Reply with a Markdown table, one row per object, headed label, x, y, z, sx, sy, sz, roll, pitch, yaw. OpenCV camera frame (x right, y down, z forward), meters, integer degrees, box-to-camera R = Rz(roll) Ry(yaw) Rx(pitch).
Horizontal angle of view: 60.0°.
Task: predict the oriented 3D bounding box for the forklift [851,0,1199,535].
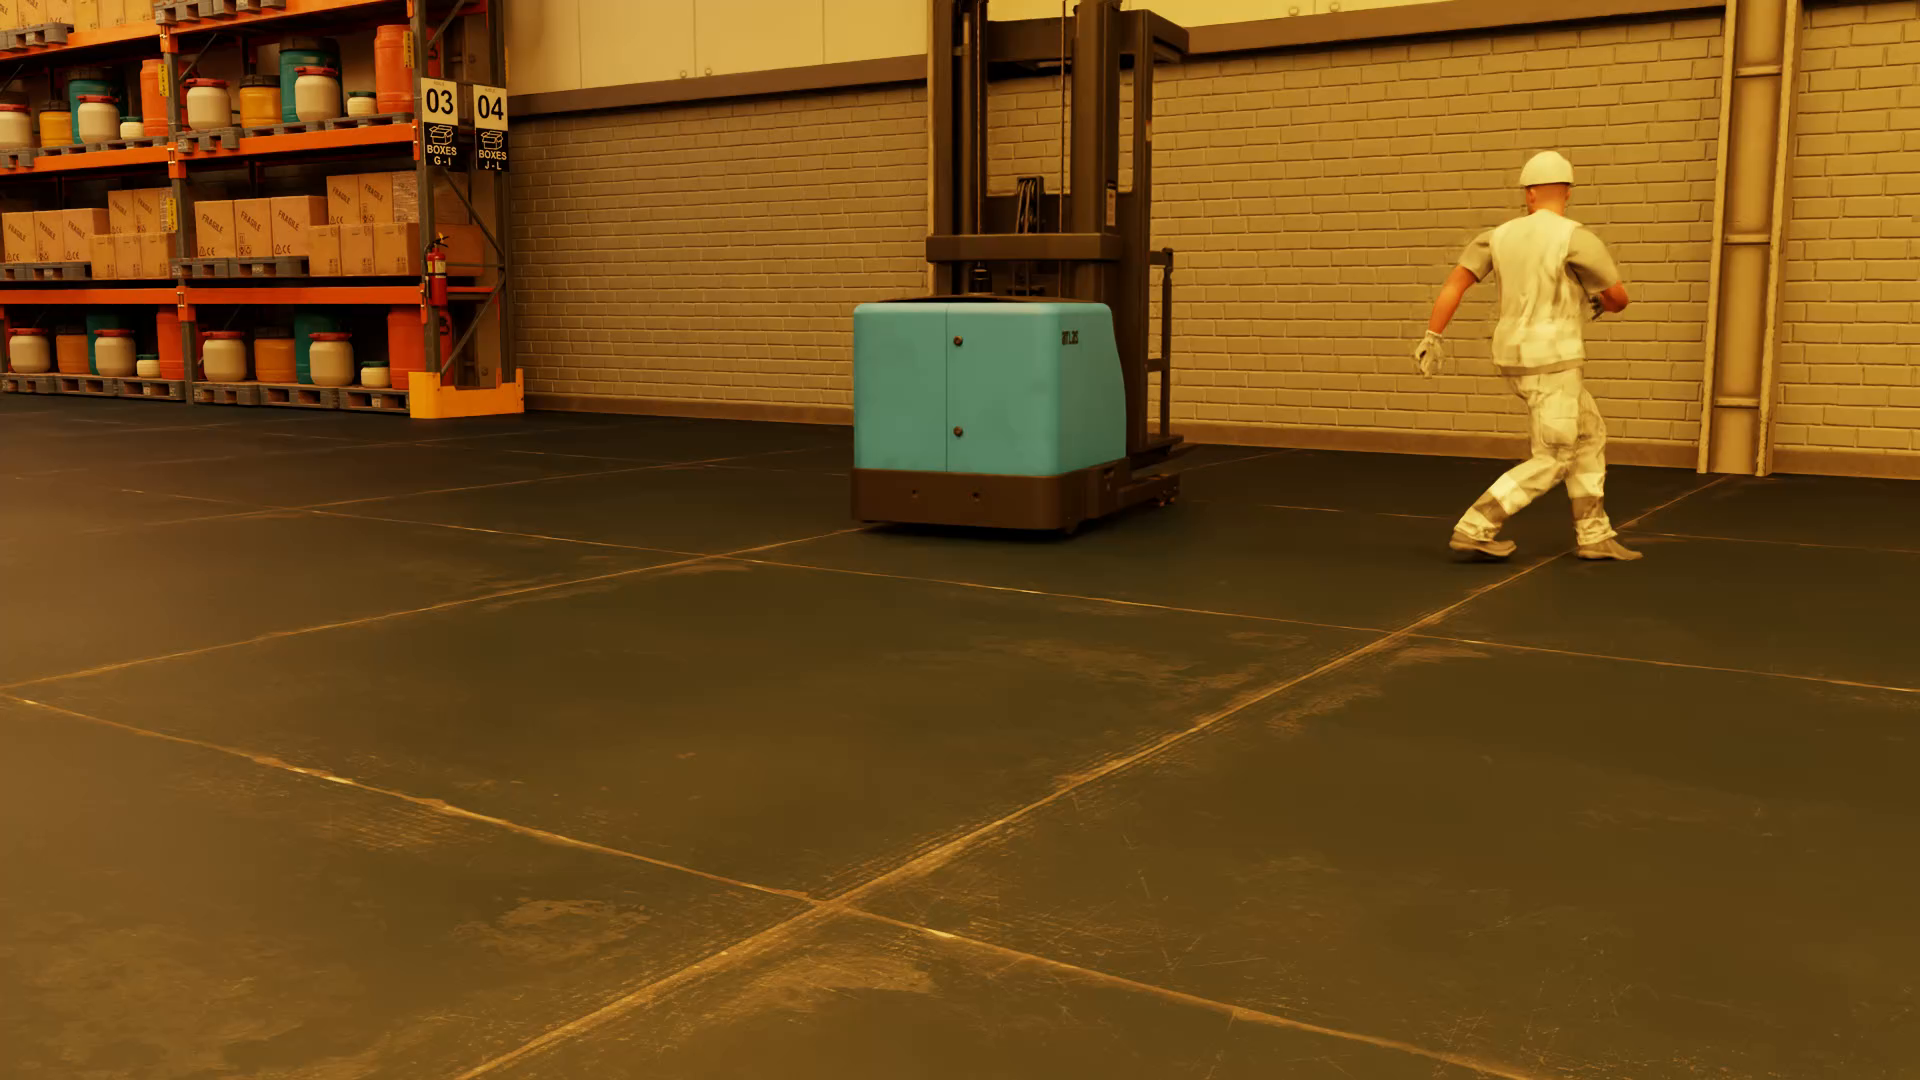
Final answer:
| label | x | y | z | sx | sy | sz | roll | pitch | yaw |
| --- | --- | --- | --- | --- | --- | --- | --- | --- | --- |
| forklift | 0.543 | -1.644 | 8.751 | 1.130 | 2.935 | 3.031 | 4 | 9 | 23 |

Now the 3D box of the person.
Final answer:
| label | x | y | z | sx | sy | sz | roll | pitch | yaw |
| --- | --- | --- | --- | --- | --- | --- | --- | --- | --- |
| person | 2.430 | -0.740 | 6.906 | 0.970 | 1.711 | 0.558 | -2 | 8 | -12 |
